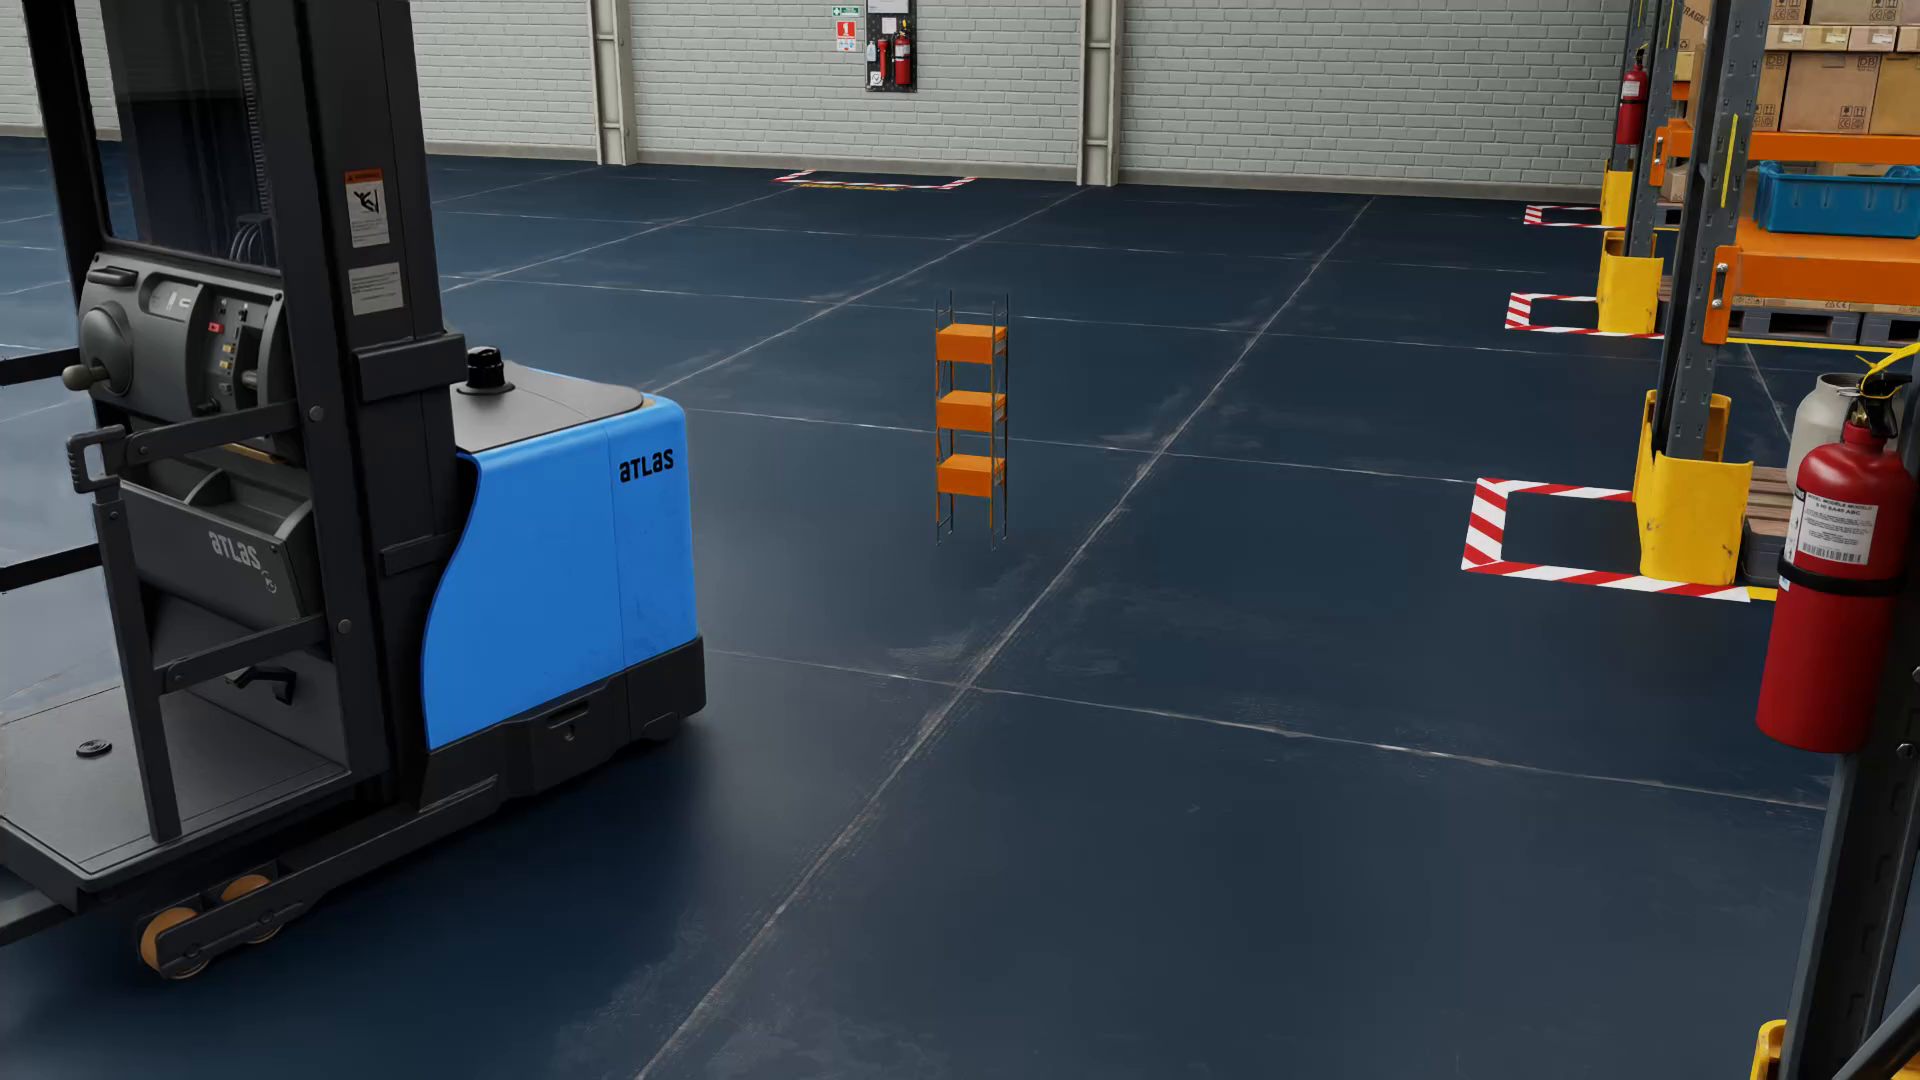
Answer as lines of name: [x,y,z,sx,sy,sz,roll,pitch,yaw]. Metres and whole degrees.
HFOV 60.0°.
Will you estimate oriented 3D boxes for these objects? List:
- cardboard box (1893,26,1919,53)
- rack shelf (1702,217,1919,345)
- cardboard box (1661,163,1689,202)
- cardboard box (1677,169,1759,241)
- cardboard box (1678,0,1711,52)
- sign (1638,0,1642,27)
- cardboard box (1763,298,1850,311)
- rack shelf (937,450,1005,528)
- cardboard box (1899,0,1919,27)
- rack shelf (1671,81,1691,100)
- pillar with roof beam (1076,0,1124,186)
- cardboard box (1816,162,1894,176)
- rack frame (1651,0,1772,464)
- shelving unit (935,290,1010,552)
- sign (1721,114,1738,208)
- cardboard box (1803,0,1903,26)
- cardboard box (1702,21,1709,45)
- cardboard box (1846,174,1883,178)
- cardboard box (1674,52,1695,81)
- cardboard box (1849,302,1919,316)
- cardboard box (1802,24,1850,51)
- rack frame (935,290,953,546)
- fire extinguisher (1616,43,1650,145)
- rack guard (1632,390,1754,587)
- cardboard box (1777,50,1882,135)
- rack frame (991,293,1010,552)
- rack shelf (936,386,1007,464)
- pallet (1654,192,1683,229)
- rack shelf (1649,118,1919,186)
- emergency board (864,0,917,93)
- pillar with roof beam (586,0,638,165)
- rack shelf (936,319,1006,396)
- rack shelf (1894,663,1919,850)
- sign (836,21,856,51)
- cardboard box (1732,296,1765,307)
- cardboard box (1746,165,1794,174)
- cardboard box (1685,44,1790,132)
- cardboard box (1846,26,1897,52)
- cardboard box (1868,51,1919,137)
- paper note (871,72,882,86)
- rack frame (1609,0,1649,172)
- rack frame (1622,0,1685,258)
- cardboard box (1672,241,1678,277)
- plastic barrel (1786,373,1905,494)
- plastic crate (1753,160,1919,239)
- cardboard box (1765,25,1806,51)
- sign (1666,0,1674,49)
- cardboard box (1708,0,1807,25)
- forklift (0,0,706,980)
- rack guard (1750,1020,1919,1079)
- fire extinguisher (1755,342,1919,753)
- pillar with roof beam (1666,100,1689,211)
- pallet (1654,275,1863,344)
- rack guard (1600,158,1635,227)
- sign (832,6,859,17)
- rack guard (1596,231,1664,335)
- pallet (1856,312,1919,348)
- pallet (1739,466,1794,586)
cardboard box: [5.892,-3.094,10.257,0.250,0.149,0.380,6,20,16]
rack shelf: [4.877,-0.865,6.094,4.000,0.370,1.077,7,20,18]
cardboard box: [6.863,-3.337,15.508,0.500,0.311,0.500,4,20,12]
cardboard box: [5.221,-2.249,11.372,0.500,0.500,0.500,7,20,18]
cardboard box: [6.591,-4.649,14.914,0.500,0.500,0.500,7,20,18]
sign: [6.061,-4.741,14.806,0.005,0.325,0.100,7,20,18]
cardboard box: [5.524,-1.681,10.880,0.500,0.250,0.500,7,20,18]
rack shelf: [0.051,-0.218,6.982,0.240,0.259,0.215,7,20,18]
cardboard box: [6.078,-3.451,10.297,0.500,0.500,0.700,7,20,18]
rack shelf: [8.128,-3.946,14.931,4.000,0.370,1.077,7,20,18]
pillar with roof beam: [0.103,-6.837,13.019,0.400,9.000,9.100,7,20,18]
cardboard box: [8.078,-3.270,15.028,0.500,0.500,0.700,5,20,15]
rack frame: [2.987,-1.421,6.595,0.127,3.000,1.000,7,20,18]
shelving unit: [0.051,-0.490,6.887,0.252,1.050,0.215,7,20,18]
sign: [2.803,-1.381,6.061,0.005,0.325,0.100,7,20,18]
cardboard box: [5.602,-3.505,10.452,0.500,0.500,0.700,6,20,17]
cardboard box: [5.040,-3.332,10.941,0.250,0.149,0.380,6,20,17]
cardboard box: [6.170,-2.146,11.075,0.500,0.500,0.500,7,20,18]
cardboard box: [6.595,-4.288,15.019,0.500,0.250,0.500,6,20,16]
cardboard box: [5.996,-1.626,10.724,0.500,0.250,0.500,7,20,18]
cardboard box: [5.402,-3.150,10.418,0.250,0.149,0.380,7,20,18]
rack frame: [-0.065,-0.503,6.925,0.008,1.050,0.200,7,20,18]
fire extinguisher: [4.657,-3.081,11.476,0.183,0.674,0.296,7,20,18]
rack guard: [3.075,-0.247,7.025,0.348,0.500,1.175,7,20,18]
cardboard box: [5.551,-2.898,10.682,0.500,0.500,0.700,7,20,19]
rack frame: [0.166,-0.477,6.849,0.008,1.050,0.200,7,20,18]
rack shelf: [0.051,-0.480,6.890,0.240,0.259,0.215,7,20,18]
pallet: [7.066,-3.078,15.585,1.213,0.211,1.003,7,20,18]
rack shelf: [6.506,-2.405,10.511,4.000,0.370,1.077,7,20,18]
emergency board: [-0.806,-5.622,18.646,0.643,1.169,0.194,7,20,18]
pillar with roof beam: [-5.564,-7.485,14.878,0.400,9.000,9.100,7,20,18]
rack shelf: [0.051,-0.748,6.797,0.240,0.259,0.215,7,20,18]
rack shelf: [3.251,0.675,1.676,4.000,0.370,1.077,7,20,18]
sign: [-1.294,-5.730,18.904,0.234,0.329,0.001,7,20,18]
cardboard box: [5.050,-1.733,11.031,0.500,0.250,0.500,7,20,18]
cardboard box: [7.401,-3.275,15.331,0.500,0.311,0.500,8,21,23]
cardboard box: [5.053,-2.953,10.840,0.500,0.500,0.700,7,20,18]
cardboard box: [5.640,-3.122,10.338,0.250,0.149,0.380,6,20,17]
cardboard box: [6.018,-2.843,10.523,0.500,0.500,0.700,7,20,18]
paper note: [-0.950,-5.246,18.908,0.142,0.148,0.016,7,20,18]
rack frame: [6.239,-4.501,15.432,0.127,3.000,1.000,7,20,18]
rack frame: [4.617,-2.961,11.013,0.127,3.000,1.000,7,20,18]
cardboard box: [5.220,-1.895,11.493,0.500,0.250,0.500,7,20,18]
plastic barrel: [3.634,-0.397,6.800,0.421,0.512,0.421,0,19,0]
plastic crate: [3.558,-1.390,6.732,0.616,0.251,0.499,7,20,18]
cardboard box: [5.167,-3.177,10.496,0.250,0.149,0.380,6,20,17]
sign: [4.429,-3.235,10.364,0.005,0.325,0.100,7,20,18]
cardboard box: [5.103,-3.560,10.610,0.500,0.500,0.700,7,20,18]
forklift: [-2.114,-0.505,4.073,1.130,2.935,3.031,14,24,35]
rack guard: [1.434,1.308,2.565,0.348,0.500,1.175,7,20,18]
fire extinguisher: [1.405,0.000,2.637,0.183,0.674,0.296,7,20,18]
pillar with roof beam: [5.771,-6.189,11.160,0.400,9.000,9.100,7,20,18]
pallet: [5.353,-1.574,11.272,1.213,0.211,1.003,7,20,18]
rack guard: [6.310,-3.313,15.820,0.348,0.500,1.175,7,20,18]
sign: [-1.293,-5.977,18.807,0.331,0.109,0.001,7,20,18]
rack guard: [4.594,-1.783,11.431,0.348,0.500,1.175,7,20,18]
pallet: [6.501,-1.442,10.892,1.213,0.211,1.003,7,20,18]
pallet: [3.840,-0.021,6.816,1.213,0.211,1.003,7,20,18]
